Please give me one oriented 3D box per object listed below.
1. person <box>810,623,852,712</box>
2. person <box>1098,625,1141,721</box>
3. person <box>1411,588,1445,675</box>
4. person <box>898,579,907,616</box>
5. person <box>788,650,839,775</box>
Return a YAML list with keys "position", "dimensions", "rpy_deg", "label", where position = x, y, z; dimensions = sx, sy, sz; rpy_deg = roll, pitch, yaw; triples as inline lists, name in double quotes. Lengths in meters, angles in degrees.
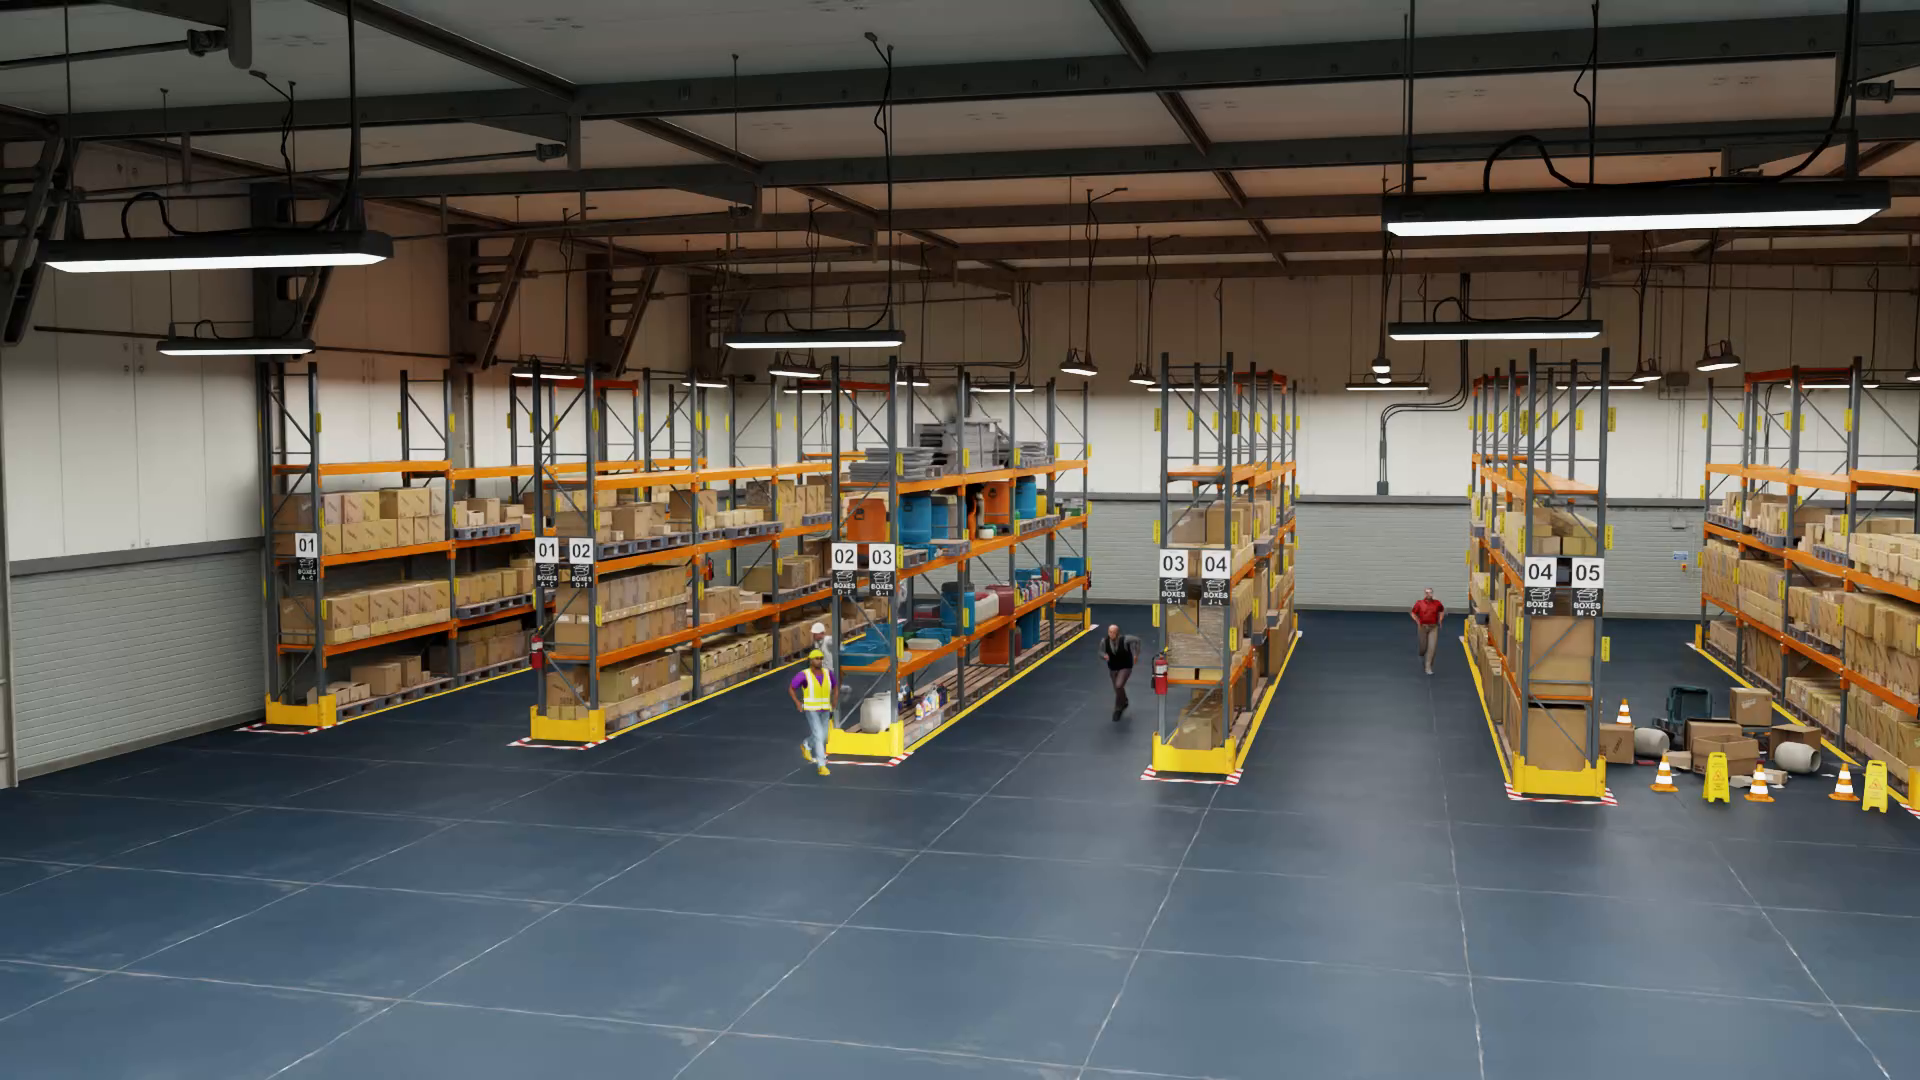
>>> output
- position: [-2.210, 2.191, 28.721]
  dimensions: [0.673, 1.588, 0.963]
  rpy_deg: [3, 5, 40]
  label: "person"
- position: [2.724, 2.236, 28.216]
  dimensions: [0.698, 1.673, 0.992]
  rpy_deg: [2, 4, 22]
  label: "person"
- position: [9.427, 1.825, 33.487]
  dimensions: [0.673, 1.735, 0.814]
  rpy_deg: [1, 4, 10]
  label: "person"
- position: [-1.561, 1.109, 42.905]
  dimensions: [0.543, 1.747, 0.684]
  rpy_deg: [2, 4, 23]
  label: "person"
- position: [-2.075, 2.460, 23.993]
  dimensions: [0.746, 1.774, 0.845]
  rpy_deg: [-3, 5, -35]
  label: "person"
